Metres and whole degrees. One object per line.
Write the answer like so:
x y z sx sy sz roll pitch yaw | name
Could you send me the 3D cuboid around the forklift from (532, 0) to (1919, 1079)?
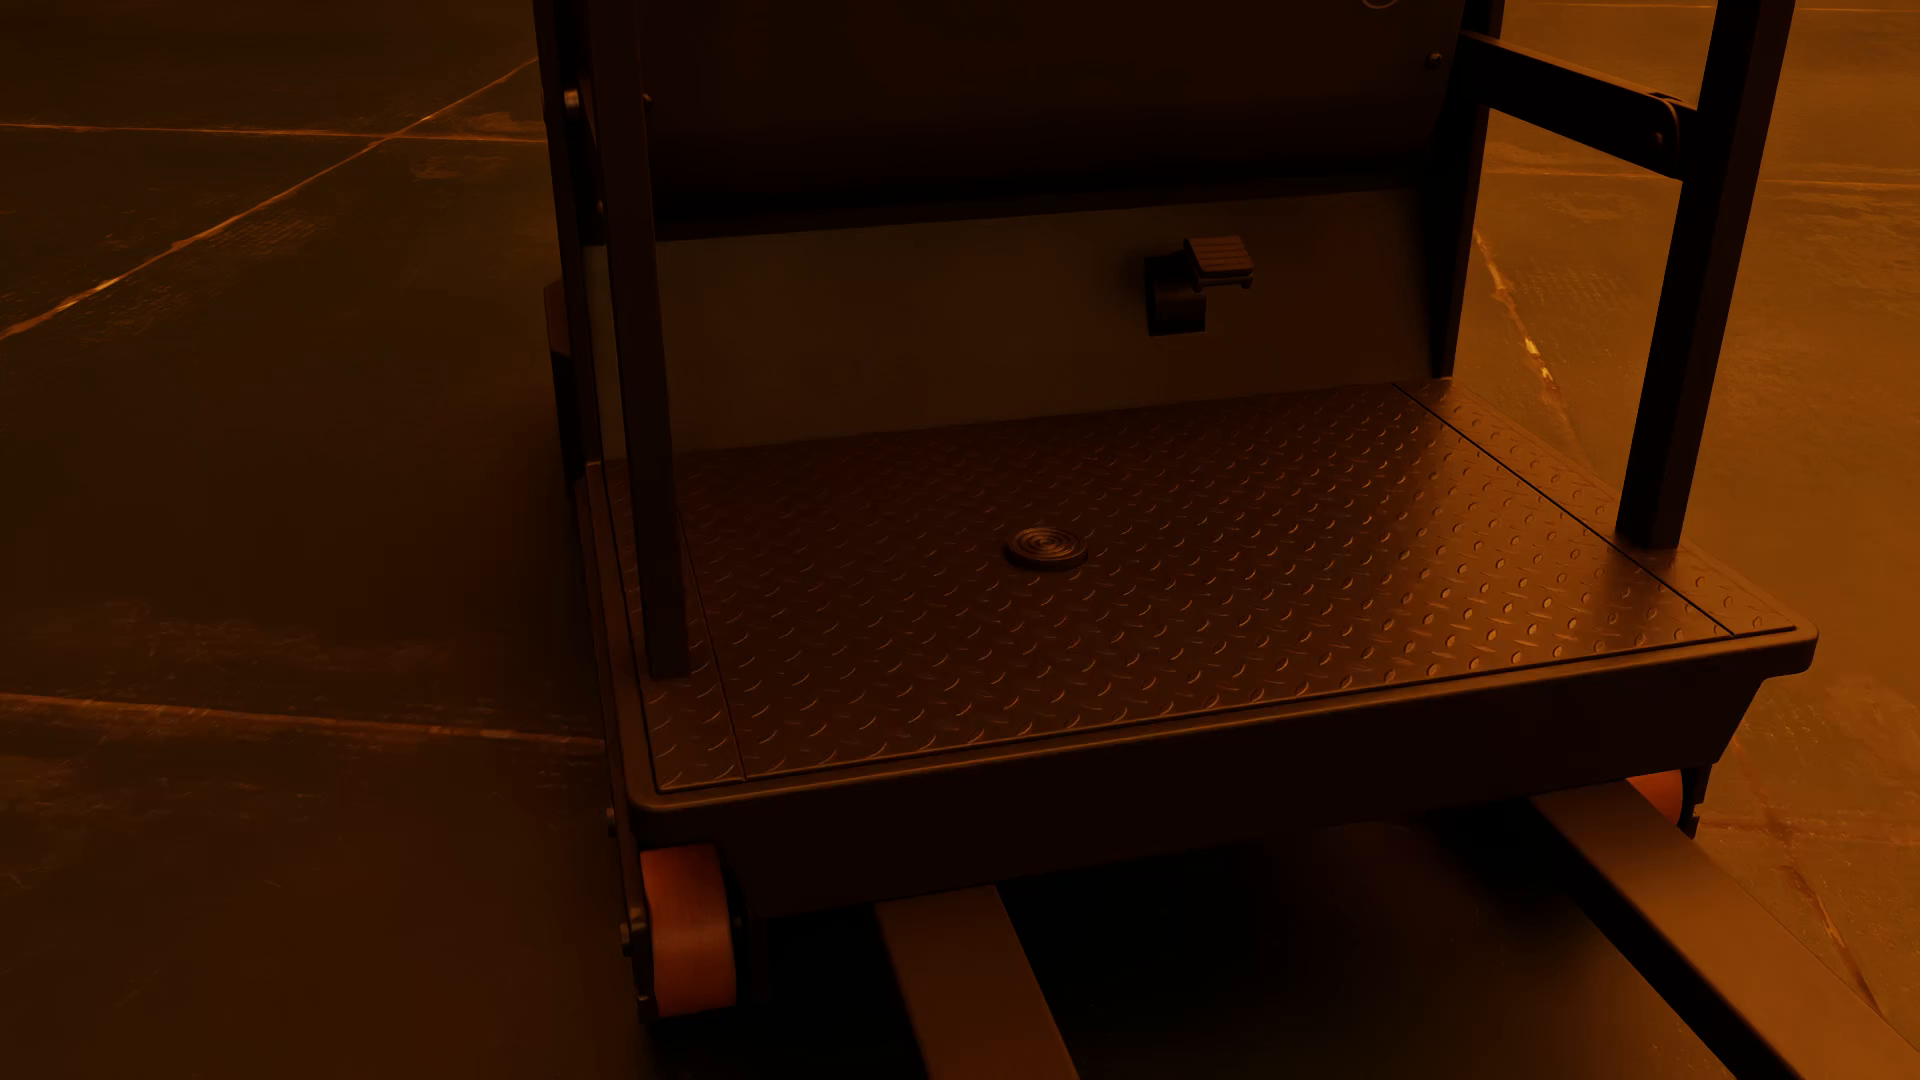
0.153 -1.049 1.319 1.130 2.935 3.031 -7 27 -13 | forklift
